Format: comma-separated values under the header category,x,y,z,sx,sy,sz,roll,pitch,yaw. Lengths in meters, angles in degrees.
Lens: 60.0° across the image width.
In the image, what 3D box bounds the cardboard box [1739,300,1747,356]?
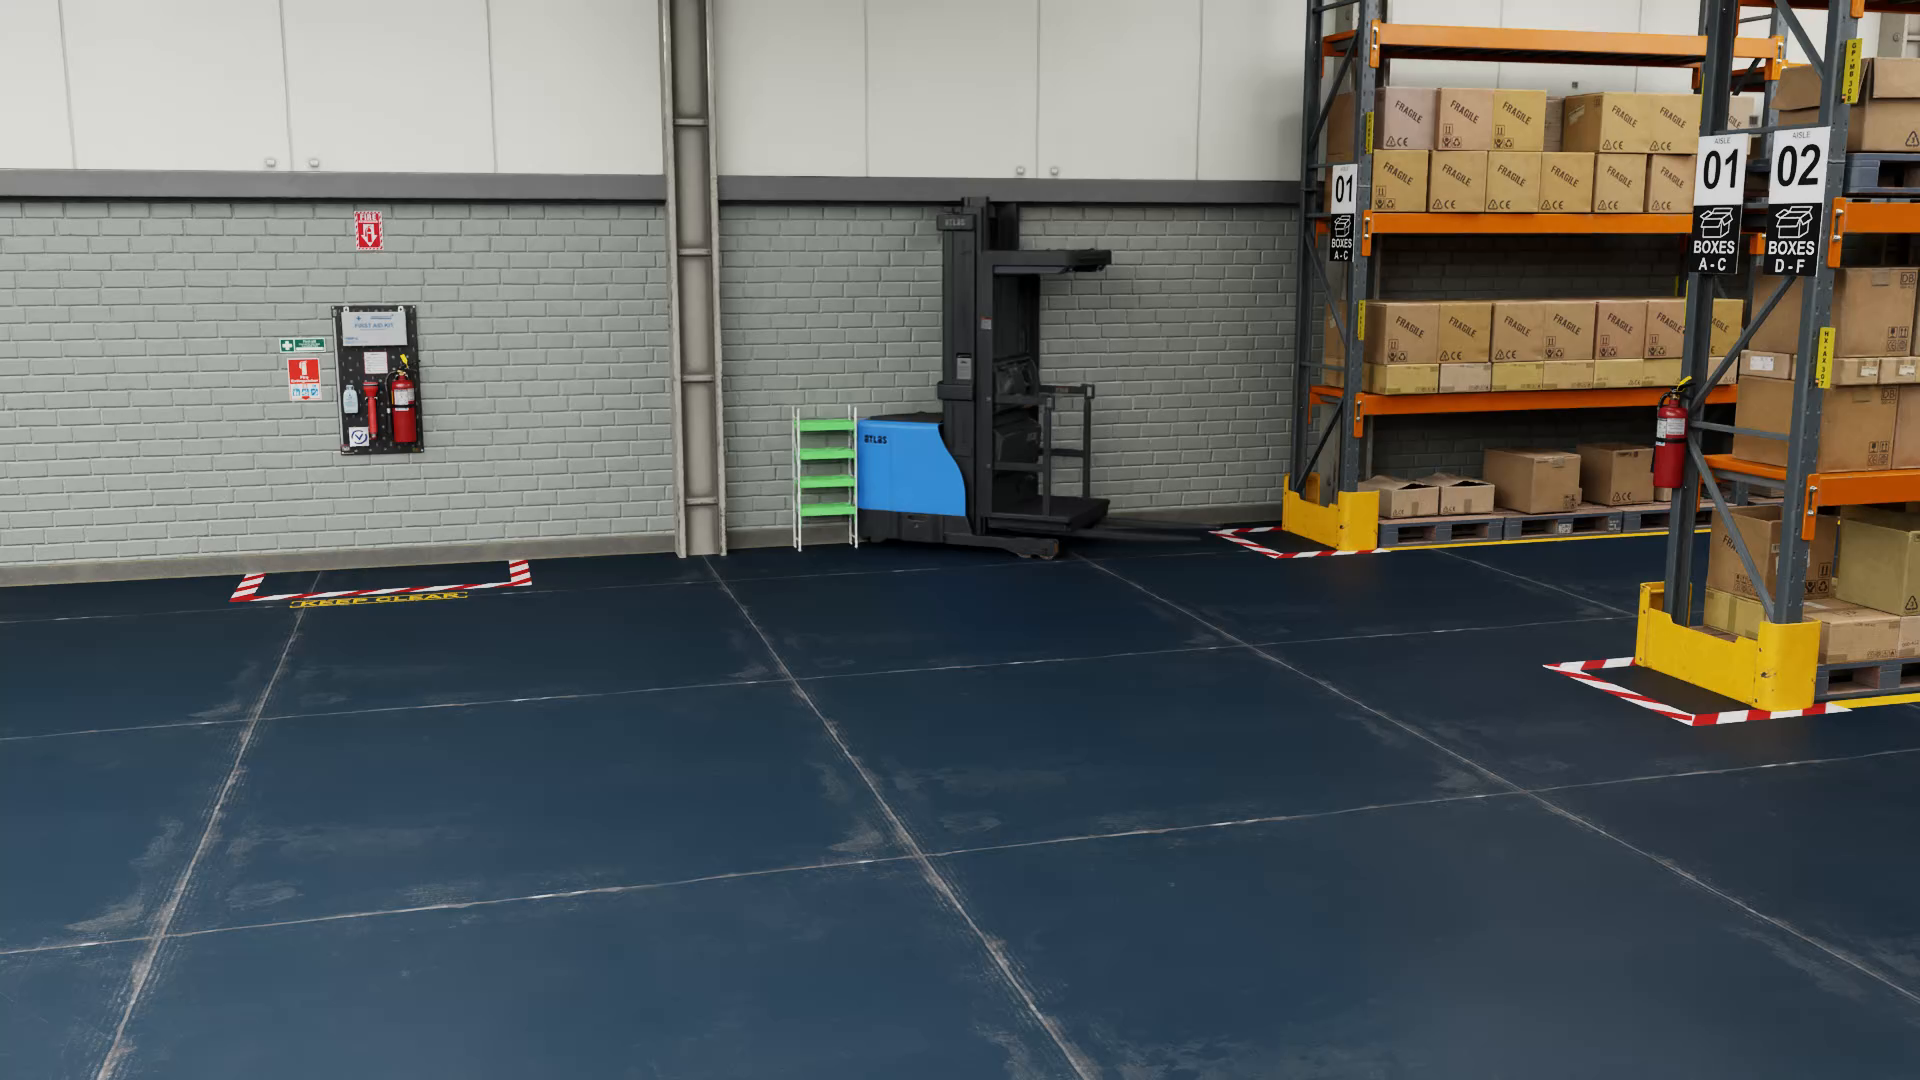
category,x,y,z,sx,sy,sz,roll,pitch,yaw
cardboard box,7.498,-1.970,15.473,0.500,0.500,0.700,-3,11,-16

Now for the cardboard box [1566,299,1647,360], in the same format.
category,x,y,z,sx,sy,sz,roll,pitch,yaw
cardboard box,5.668,-1.862,14.665,0.500,0.500,0.500,-3,11,-18

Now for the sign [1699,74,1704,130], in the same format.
category,x,y,z,sx,sy,sz,roll,pitch,yaw
sign,4.409,-2.588,9.810,0.005,0.325,0.100,-3,11,-16

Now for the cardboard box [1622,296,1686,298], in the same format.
category,x,y,z,sx,sy,sz,roll,pitch,yaw
cardboard box,6.490,-2.002,15.426,0.500,0.500,0.500,-3,11,-17

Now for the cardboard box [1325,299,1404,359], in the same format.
category,x,y,z,sx,sy,sz,roll,pitch,yaw
cardboard box,3.552,-1.848,14.589,0.500,0.500,0.500,-3,11,-17

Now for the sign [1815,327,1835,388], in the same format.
category,x,y,z,sx,sy,sz,roll,pitch,yaw
sign,4.696,-0.990,9.027,0.005,0.325,0.100,-3,11,-16

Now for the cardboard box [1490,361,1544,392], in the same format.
category,x,y,z,sx,sy,sz,roll,pitch,yaw
cardboard box,4.702,-1.442,14.451,0.500,0.250,0.500,-3,11,-17

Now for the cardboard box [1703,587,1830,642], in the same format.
category,x,y,z,sx,sy,sz,roll,pitch,yaw
cardboard box,4.979,0.446,10.275,0.500,0.250,0.500,-3,11,-16

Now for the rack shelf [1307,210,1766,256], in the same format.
category,x,y,z,sx,sy,sz,roll,pitch,yaw
rack shelf,5.079,-2.705,14.658,4.000,0.370,1.077,-3,11,-16

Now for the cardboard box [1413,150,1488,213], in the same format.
category,x,y,z,sx,sy,sz,roll,pitch,yaw
cardboard box,4.075,-3.011,14.002,0.500,0.500,0.500,-2,11,-12

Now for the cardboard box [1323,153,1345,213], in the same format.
category,x,y,z,sx,sy,sz,roll,pitch,yaw
cardboard box,3.489,-3.082,14.386,0.500,0.500,0.500,-2,11,-12

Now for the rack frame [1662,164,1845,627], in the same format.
category,x,y,z,sx,sy,sz,roll,pitch,yaw
rack frame,4.547,-0.622,9.638,0.127,3.000,1.000,-3,11,-16

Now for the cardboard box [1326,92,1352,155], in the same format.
category,x,y,z,sx,sy,sz,roll,pitch,yaw
cardboard box,3.500,-3.576,14.307,0.500,0.500,0.500,-3,11,-13

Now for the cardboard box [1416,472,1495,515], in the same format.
category,x,y,z,sx,sy,sz,roll,pitch,yaw
cardboard box,4.396,-0.425,14.780,0.500,0.311,0.500,-2,11,-11

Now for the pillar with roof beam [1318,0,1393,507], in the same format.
category,x,y,z,sx,sy,sz,roll,pitch,yaw
pillar with roof beam,4.792,-3.870,10.716,0.400,9.000,9.100,-3,11,-16

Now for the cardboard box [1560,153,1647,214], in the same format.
category,x,y,z,sx,sy,sz,roll,pitch,yaw
cardboard box,5.573,-3.093,14.445,0.500,0.500,0.500,-3,11,-18

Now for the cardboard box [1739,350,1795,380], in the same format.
category,x,y,z,sx,sy,sz,roll,pitch,yaw
cardboard box,4.861,-1.042,9.855,0.250,0.149,0.380,-3,11,-17

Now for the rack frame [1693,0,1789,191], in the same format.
category,x,y,z,sx,sy,sz,roll,pitch,yaw
rack frame,6.999,-4.635,14.871,0.127,3.000,1.000,-3,11,-16

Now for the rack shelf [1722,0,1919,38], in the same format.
category,x,y,z,sx,sy,sz,roll,pitch,yaw
rack shelf,6.467,-3.123,9.746,4.000,0.370,1.077,-3,11,-16

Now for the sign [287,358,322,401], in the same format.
category,x,y,z,sx,sy,sz,roll,pitch,yaw
sign,-5.115,-1.254,12.974,0.234,0.329,0.001,-3,11,-16

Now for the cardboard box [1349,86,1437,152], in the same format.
category,x,y,z,sx,sy,sz,roll,pitch,yaw
cardboard box,3.597,-3.486,13.818,0.500,0.500,0.500,-4,11,-20

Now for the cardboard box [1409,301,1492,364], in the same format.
category,x,y,z,sx,sy,sz,roll,pitch,yaw
cardboard box,4.179,-1.783,14.233,0.500,0.500,0.500,-3,11,-16

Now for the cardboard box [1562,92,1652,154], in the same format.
category,x,y,z,sx,sy,sz,roll,pitch,yaw
cardboard box,5.572,-3.581,14.334,0.500,0.500,0.500,-3,11,-18

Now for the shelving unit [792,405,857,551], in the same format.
category,x,y,z,sx,sy,sz,roll,pitch,yaw
shelving unit,-1.147,-0.530,14.103,0.503,1.200,0.258,-3,11,-17

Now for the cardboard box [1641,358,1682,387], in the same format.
category,x,y,z,sx,sy,sz,roll,pitch,yaw
cardboard box,6.149,-1.521,14.881,0.500,0.250,0.500,-3,11,-16

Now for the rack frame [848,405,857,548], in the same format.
category,x,y,z,sx,sy,sz,roll,pitch,yaw
rack frame,-0.913,-0.541,14.172,0.015,1.200,0.240,-3,11,-17

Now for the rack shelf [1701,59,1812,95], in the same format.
category,x,y,z,sx,sy,sz,roll,pitch,yaw
rack shelf,8.920,-4.186,15.522,4.000,0.370,1.077,-3,11,-16

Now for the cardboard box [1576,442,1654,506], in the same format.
category,x,y,z,sx,sy,sz,roll,pitch,yaw
cardboard box,6.014,-0.613,15.278,0.500,0.500,0.500,-4,11,-20

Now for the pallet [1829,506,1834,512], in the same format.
category,x,y,z,sx,sy,sz,roll,pitch,yaw
pallet,8.920,-0.416,16.221,1.213,0.211,1.003,-3,11,-16

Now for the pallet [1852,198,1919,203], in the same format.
category,x,y,z,sx,sy,sz,roll,pitch,yaw
pallet,8.617,-3.134,15.517,1.003,0.211,1.213,-3,11,-16

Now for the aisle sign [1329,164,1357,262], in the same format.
category,x,y,z,sx,sy,sz,roll,pitch,yaw
aisle sign,3.174,-2.705,13.776,0.004,0.787,0.394,-3,11,-16

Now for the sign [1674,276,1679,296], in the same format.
category,x,y,z,sx,sy,sz,roll,pitch,yaw
sign,6.841,-2.351,15.833,0.005,0.325,0.100,-3,11,-16

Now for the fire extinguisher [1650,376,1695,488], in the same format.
category,x,y,z,sx,sy,sz,roll,pitch,yaw
fire extinguisher,4.304,-0.658,10.051,0.183,0.674,0.296,-3,11,-16

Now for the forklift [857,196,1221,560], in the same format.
category,x,y,z,sx,sy,sz,roll,pitch,yaw
forklift,0.664,-1.387,13.987,3.031,2.935,1.130,4,11,23

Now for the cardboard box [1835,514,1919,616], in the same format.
category,x,y,z,sx,sy,sz,roll,pitch,yaw
cardboard box,5.604,0.141,9.858,0.500,0.500,0.500,-3,11,-16

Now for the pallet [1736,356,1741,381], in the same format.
category,x,y,z,sx,sy,sz,roll,pitch,yaw
pallet,7.774,-1.604,15.504,1.213,0.211,1.003,-3,11,-16

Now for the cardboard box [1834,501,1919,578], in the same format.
category,x,y,z,sx,sy,sz,roll,pitch,yaw
cardboard box,5.935,0.023,10.498,0.500,0.500,0.500,-3,11,-16

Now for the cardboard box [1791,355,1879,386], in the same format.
category,x,y,z,sx,sy,sz,roll,pitch,yaw
cardboard box,4.984,-0.972,9.475,0.250,0.149,0.380,-3,11,-16

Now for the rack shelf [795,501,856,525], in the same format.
category,x,y,z,sx,sy,sz,roll,pitch,yaw
rack shelf,-1.148,-0.231,14.157,0.480,0.148,0.258,-3,11,-17

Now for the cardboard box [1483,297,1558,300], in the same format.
category,x,y,z,sx,sy,sz,roll,pitch,yaw
cardboard box,5.017,-1.924,15.003,0.500,0.500,0.500,-3,11,-15

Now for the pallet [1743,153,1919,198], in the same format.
category,x,y,z,sx,sy,sz,roll,pitch,yaw
pallet,5.233,-2.085,9.544,1.213,0.211,1.003,-3,11,-16
